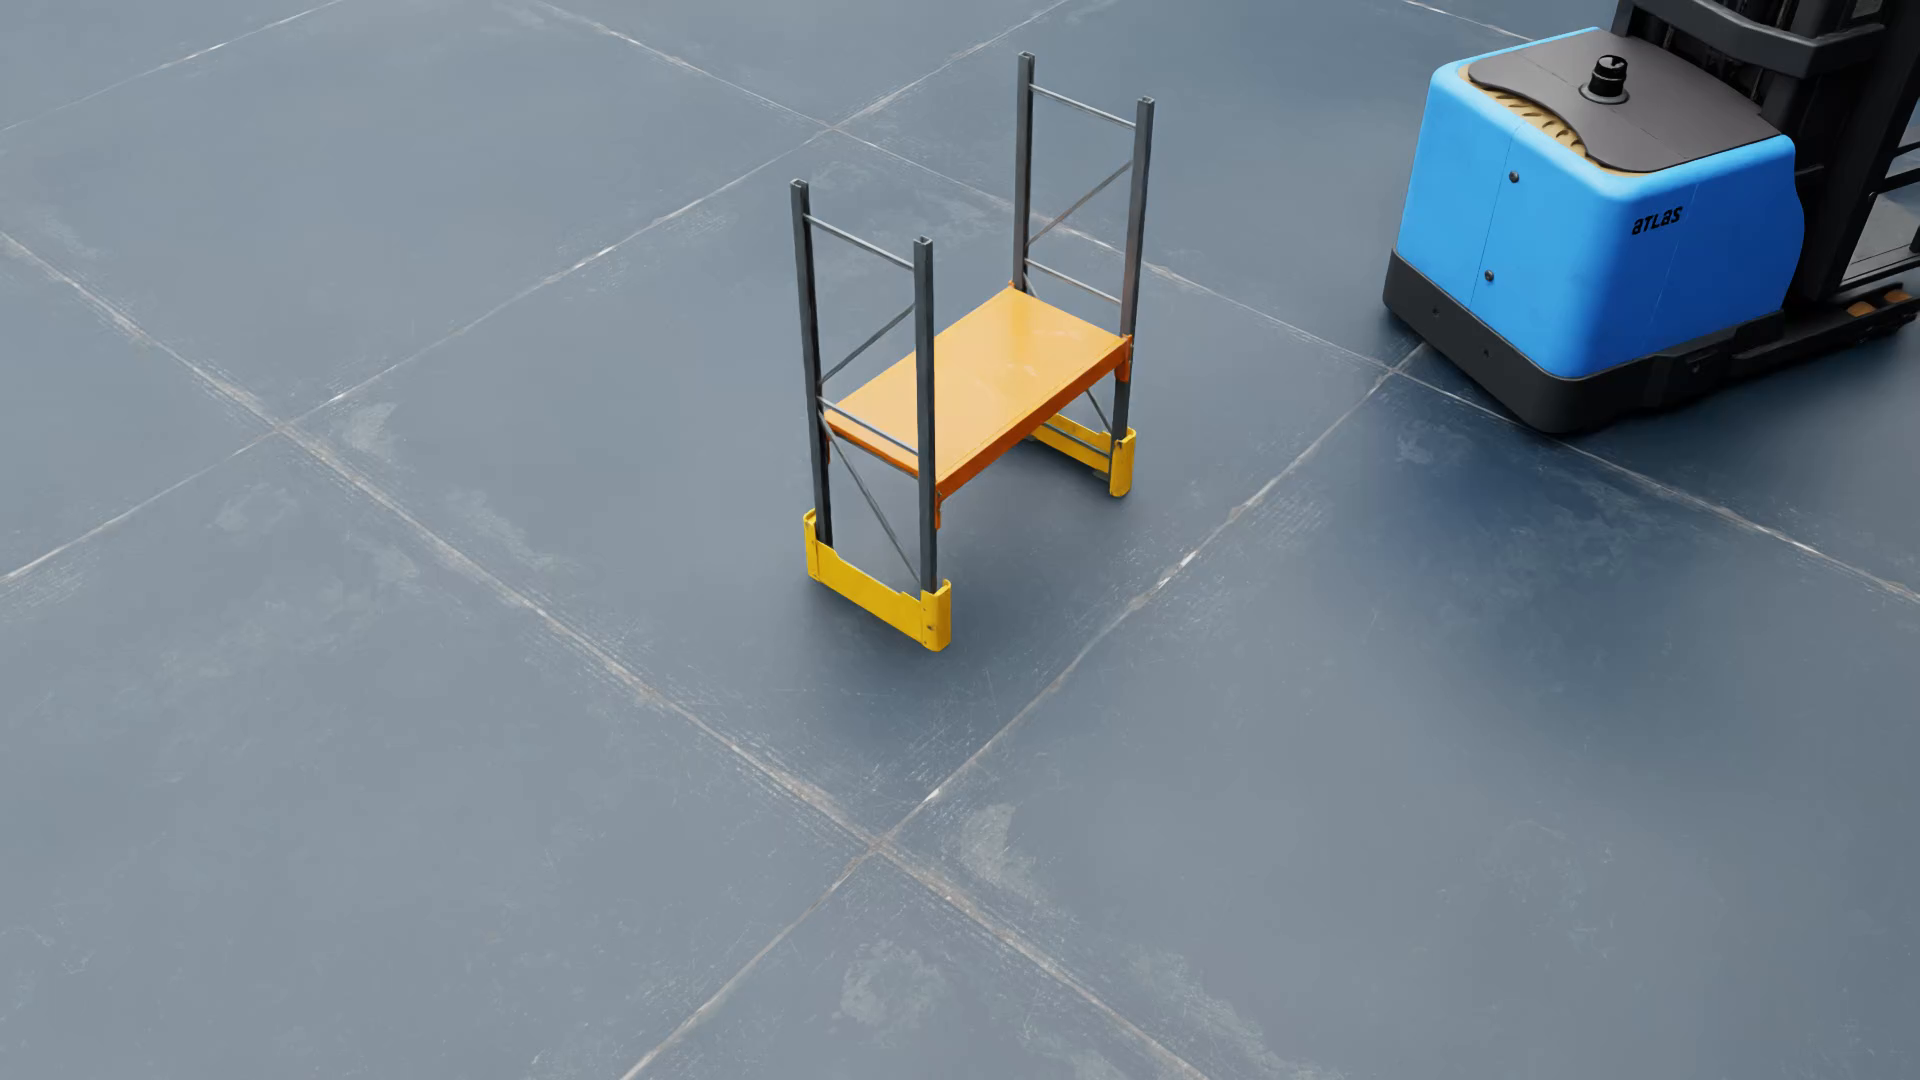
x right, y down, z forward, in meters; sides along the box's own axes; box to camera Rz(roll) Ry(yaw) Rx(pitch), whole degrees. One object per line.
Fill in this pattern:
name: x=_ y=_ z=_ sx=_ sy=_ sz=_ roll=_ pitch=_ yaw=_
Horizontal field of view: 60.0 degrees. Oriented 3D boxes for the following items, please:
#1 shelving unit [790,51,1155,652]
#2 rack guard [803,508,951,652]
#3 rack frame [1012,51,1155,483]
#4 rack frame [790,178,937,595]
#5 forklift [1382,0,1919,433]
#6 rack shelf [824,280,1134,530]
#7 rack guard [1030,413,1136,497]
shelving unit: x=0.049 y=-0.594 z=5.289 sx=0.587 sy=1.500 sz=1.083 roll=29 pitch=50 yaw=28
rack guard: x=-0.271 y=0.125 z=5.427 sx=0.587 sy=0.250 sz=0.087 roll=29 pitch=50 yaw=28
rack frame: x=0.382 y=-0.861 z=5.582 sx=0.500 sy=1.500 sz=0.032 roll=29 pitch=50 yaw=28
rack frame: x=-0.272 y=-0.337 z=5.006 sx=0.500 sy=1.500 sz=0.032 roll=29 pitch=50 yaw=28
forklift: x=3.258 y=-2.162 z=5.949 sx=3.031 sy=2.935 sz=1.130 roll=-18 pitch=45 yaw=-19
rack shelf: x=0.055 y=-0.466 z=5.415 sx=0.538 sy=0.185 sz=1.000 roll=29 pitch=50 yaw=28
rack guard: x=0.370 y=-0.388 z=5.991 sx=0.587 sy=0.250 sz=0.087 roll=29 pitch=50 yaw=28
